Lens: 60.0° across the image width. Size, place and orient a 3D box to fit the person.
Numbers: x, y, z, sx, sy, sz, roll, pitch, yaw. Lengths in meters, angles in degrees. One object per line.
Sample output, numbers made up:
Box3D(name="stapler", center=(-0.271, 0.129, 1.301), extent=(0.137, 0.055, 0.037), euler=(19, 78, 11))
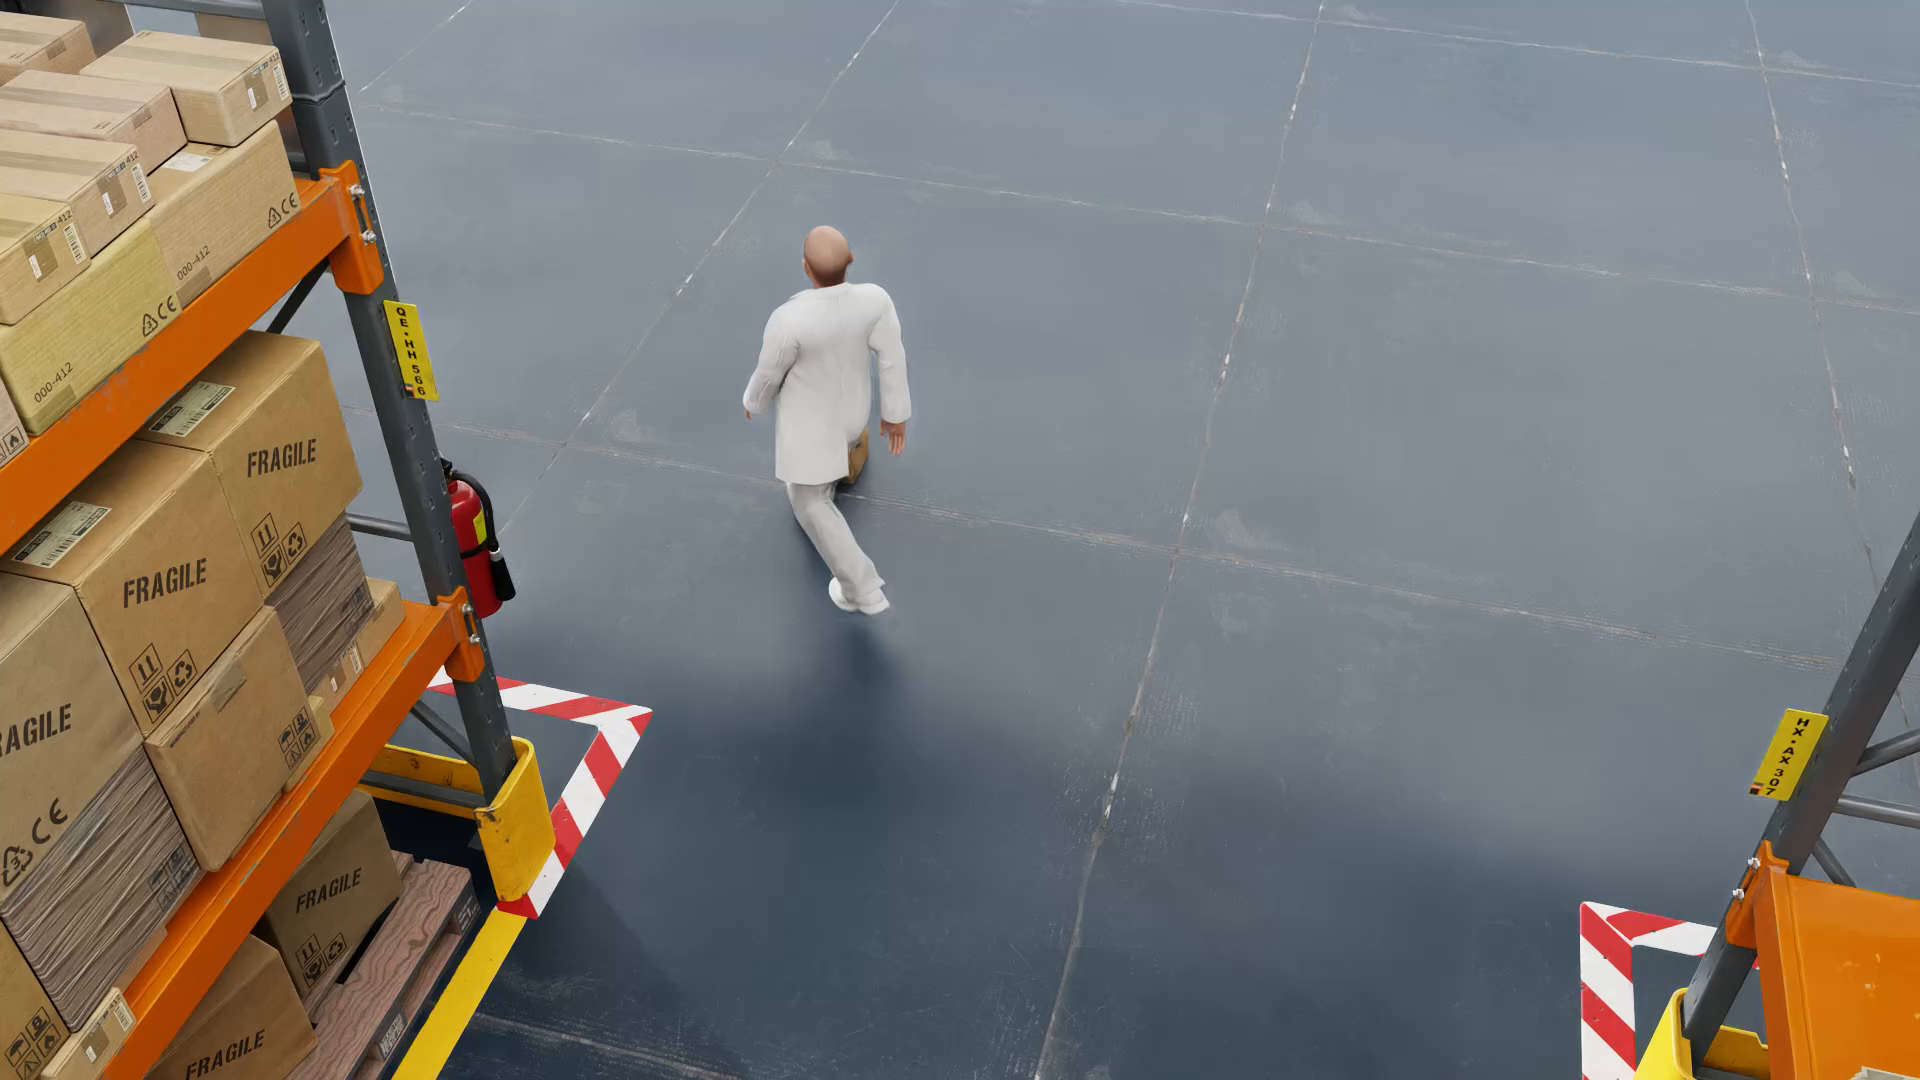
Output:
Box3D(name="person", center=(-0.565, -0.506, 6.858), extent=(0.578, 1.625, 1.109), euler=(-26, 47, -27))
